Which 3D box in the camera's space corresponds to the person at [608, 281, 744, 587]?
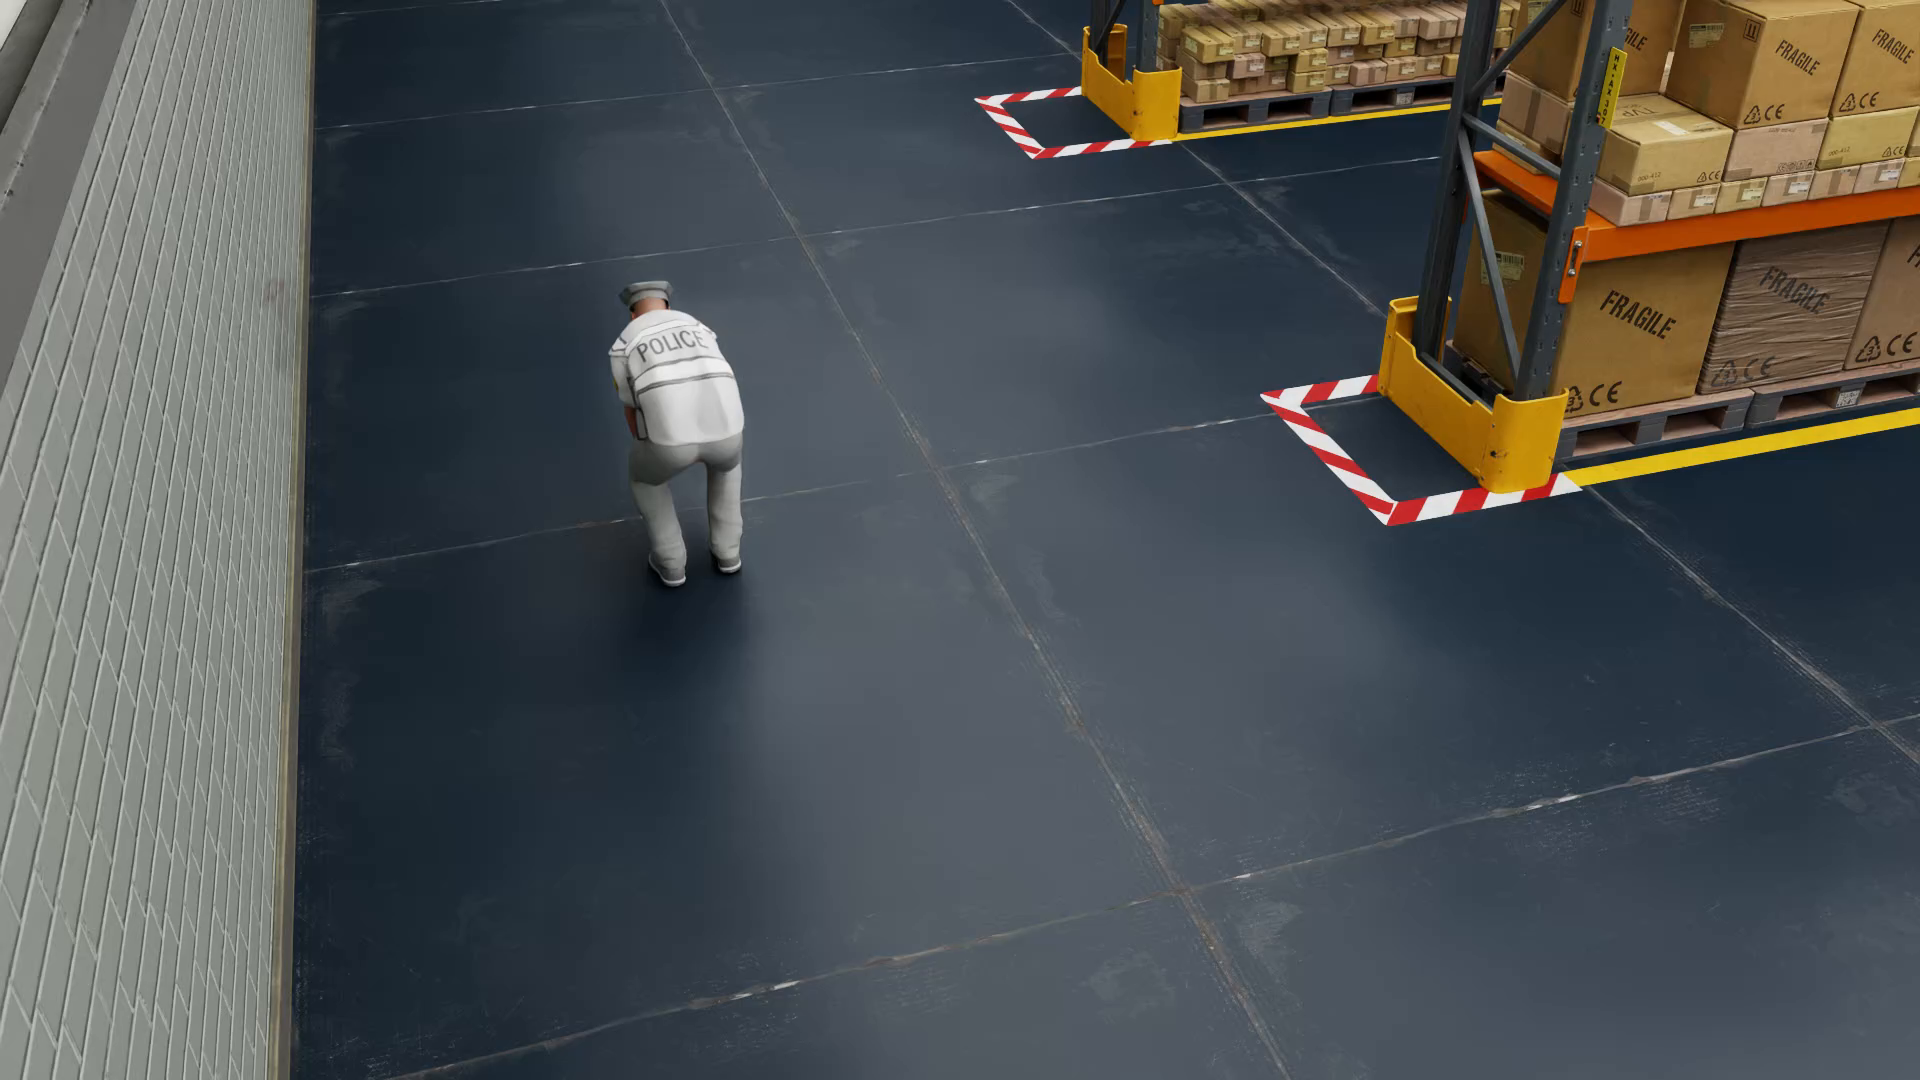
[{"bbox_3d":[-1.249,-0.472,7.370,0.516,1.171,1.028,-12,35,-17],"label":"person"}]
